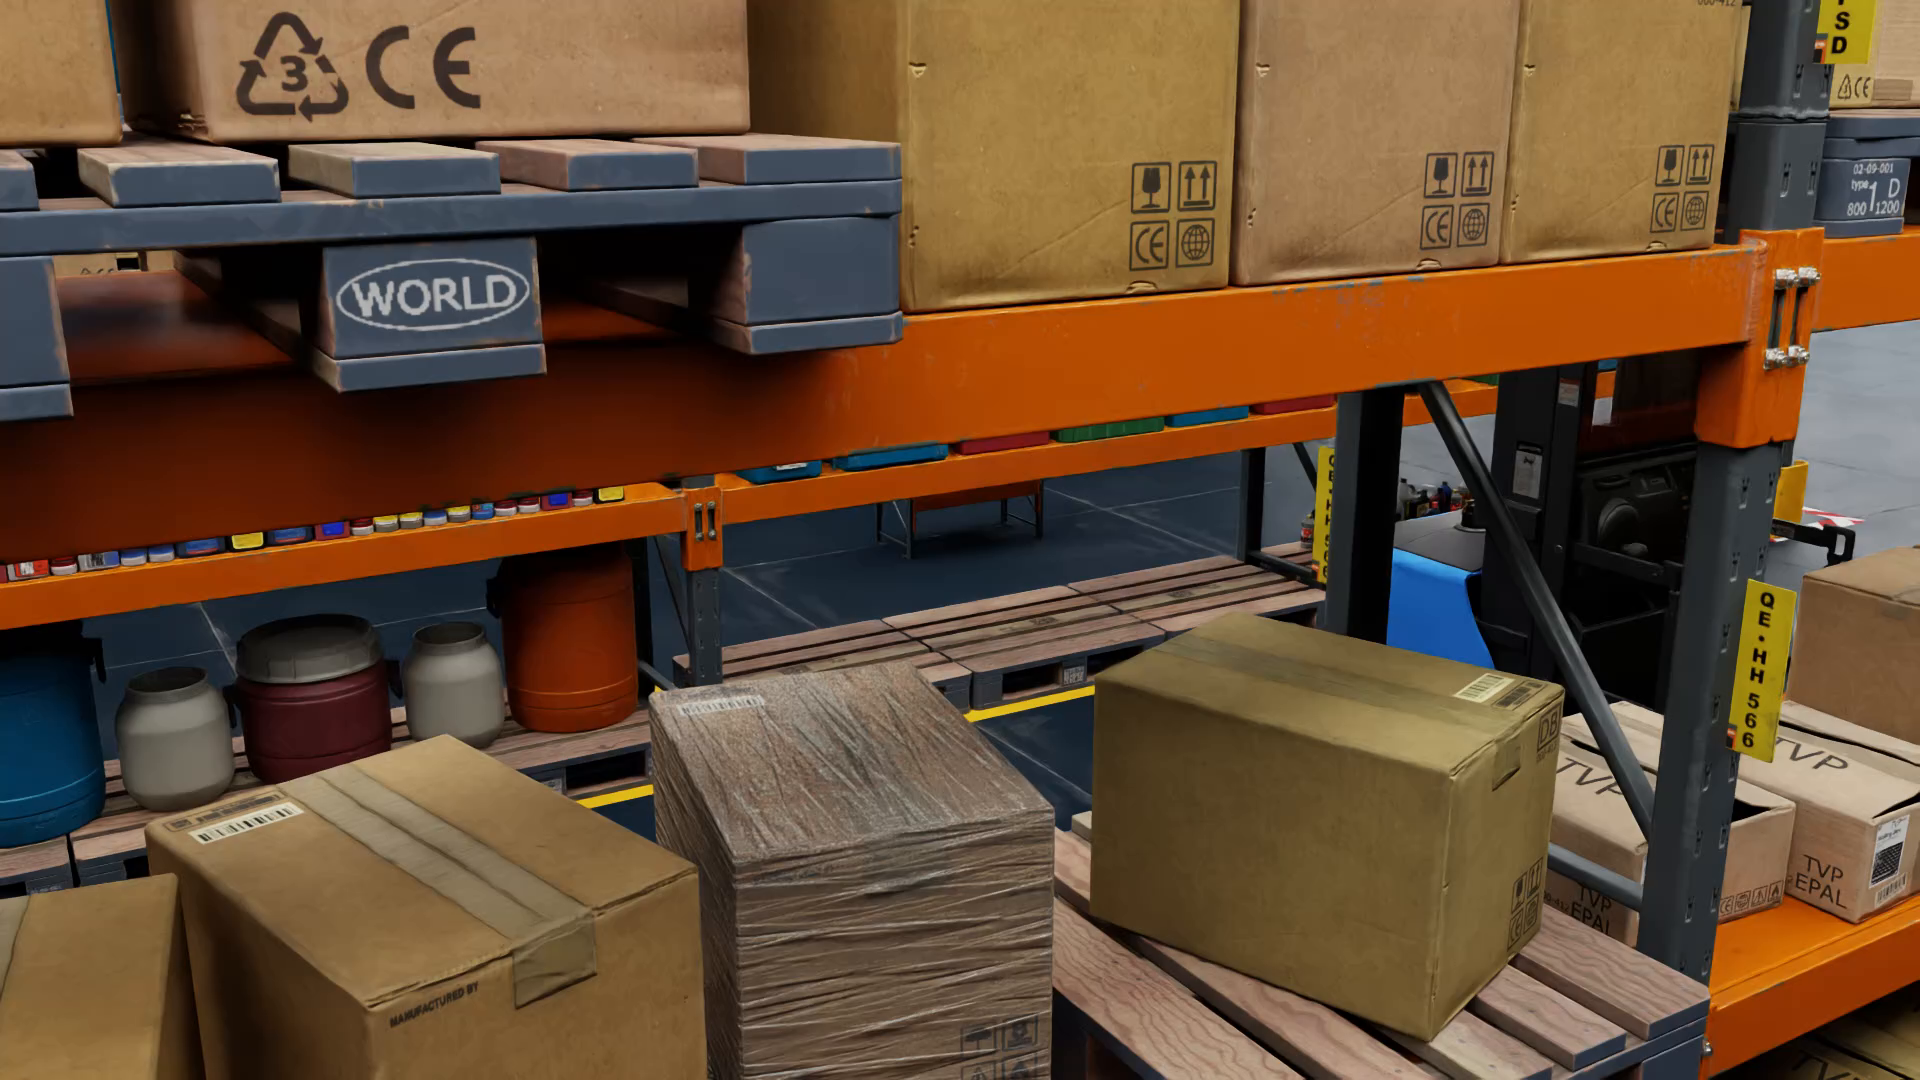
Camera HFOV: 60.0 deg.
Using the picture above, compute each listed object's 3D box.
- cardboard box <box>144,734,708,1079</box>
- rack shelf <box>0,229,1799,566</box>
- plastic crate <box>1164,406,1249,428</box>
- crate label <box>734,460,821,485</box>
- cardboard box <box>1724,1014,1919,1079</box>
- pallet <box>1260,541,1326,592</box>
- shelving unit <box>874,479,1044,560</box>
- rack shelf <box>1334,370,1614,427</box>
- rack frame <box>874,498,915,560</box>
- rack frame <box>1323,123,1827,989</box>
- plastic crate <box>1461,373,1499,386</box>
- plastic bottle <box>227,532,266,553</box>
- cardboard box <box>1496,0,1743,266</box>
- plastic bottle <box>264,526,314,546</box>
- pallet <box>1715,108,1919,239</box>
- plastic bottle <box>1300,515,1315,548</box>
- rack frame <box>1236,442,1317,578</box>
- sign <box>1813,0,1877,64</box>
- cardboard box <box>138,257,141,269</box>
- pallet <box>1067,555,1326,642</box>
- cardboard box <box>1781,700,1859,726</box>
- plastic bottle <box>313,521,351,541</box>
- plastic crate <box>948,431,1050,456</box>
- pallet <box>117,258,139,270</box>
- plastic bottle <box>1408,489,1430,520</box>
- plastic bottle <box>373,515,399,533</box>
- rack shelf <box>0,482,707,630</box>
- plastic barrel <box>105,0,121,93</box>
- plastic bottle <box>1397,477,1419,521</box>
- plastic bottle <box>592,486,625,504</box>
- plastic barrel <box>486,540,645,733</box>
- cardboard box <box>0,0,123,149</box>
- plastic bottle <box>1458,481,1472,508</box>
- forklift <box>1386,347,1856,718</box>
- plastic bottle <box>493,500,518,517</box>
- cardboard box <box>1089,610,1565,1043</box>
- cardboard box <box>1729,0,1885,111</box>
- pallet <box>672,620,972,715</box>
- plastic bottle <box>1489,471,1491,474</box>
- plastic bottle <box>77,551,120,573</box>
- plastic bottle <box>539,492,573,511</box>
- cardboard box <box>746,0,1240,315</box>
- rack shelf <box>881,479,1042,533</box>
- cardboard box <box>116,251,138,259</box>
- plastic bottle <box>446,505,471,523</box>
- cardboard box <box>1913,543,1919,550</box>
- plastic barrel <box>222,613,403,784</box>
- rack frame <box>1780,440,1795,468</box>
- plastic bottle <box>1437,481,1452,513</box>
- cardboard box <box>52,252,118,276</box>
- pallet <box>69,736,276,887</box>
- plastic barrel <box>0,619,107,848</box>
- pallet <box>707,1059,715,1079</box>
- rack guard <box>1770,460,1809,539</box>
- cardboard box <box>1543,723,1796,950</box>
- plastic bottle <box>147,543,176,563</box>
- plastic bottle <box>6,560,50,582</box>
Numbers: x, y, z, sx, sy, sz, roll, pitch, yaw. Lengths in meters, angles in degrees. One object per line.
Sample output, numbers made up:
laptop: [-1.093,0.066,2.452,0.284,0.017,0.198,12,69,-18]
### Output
cardboard box: [-0.789,0.678,2.470,0.700,0.500,0.500,15,21,42]
rack shelf: [-0.558,-0.187,2.297,4.000,0.370,1.077,-9,18,-30]
plastic crate: [1.252,-0.837,8.868,0.575,0.384,0.392,-9,18,-30]
crate label: [-0.837,-0.405,7.609,0.416,0.233,0.303,-9,18,-30]
cardboard box: [2.203,1.404,4.120,0.500,0.311,0.500,-10,18,-31]
pallet: [2.635,0.189,10.345,1.213,0.211,1.003,-9,18,-30]
shelving unit: [-0.006,-0.541,11.255,1.048,1.125,0.538,-9,18,-30]
rack shelf: [3.752,-1.002,10.759,4.000,0.370,1.077,-9,18,-30]
rack frame: [-0.442,-0.470,11.003,0.032,1.125,0.500,-9,18,-30]
rack frame: [1.157,0.632,3.596,0.127,3.000,1.000,-9,18,-30]
plastic crate: [3.347,-1.091,10.139,0.662,0.188,0.450,-9,18,-30]
plastic bottle: [-2.771,-0.100,6.425,0.133,0.283,0.061,-9,18,-30]
cardboard box: [0.800,-0.792,2.934,0.500,0.500,0.910,-9,18,-30]
plastic bottle: [-2.656,-0.164,6.529,0.185,0.351,0.144,-9,18,-30]
pallet: [1.693,-0.836,3.627,1.003,0.211,1.213,-8,18,-27]
plastic bottle: [2.188,-0.057,10.425,0.097,0.201,0.097,0,16,0]
rack frame: [2.038,-1.070,9.670,0.127,3.000,1.000,-9,18,-30]
sign: [1.435,-0.935,2.673,0.005,0.325,0.100,-9,18,-30]
cardboard box: [-9.680,-3.055,19.910,0.875,0.875,0.875,-9,18,-30]
pallet: [1.385,0.391,9.625,1.213,0.211,1.003,-9,18,-30]
cardboard box: [2.221,0.563,4.309,0.250,0.149,0.380,-8,17,-26]
plastic bottle: [-2.498,-0.144,6.583,0.133,0.283,0.061,-9,18,-30]
plastic crate: [0.152,-0.699,8.227,0.583,0.464,0.402,-9,18,-30]
pallet: [-8.085,-2.445,14.929,1.213,0.211,1.003,-9,18,-30]
plastic bottle: [2.958,-0.182,10.718,0.133,0.283,0.061,-9,18,-30]
plastic bottle: [-2.325,-0.138,6.714,0.097,0.201,0.097,0,16,0]
rack shelf: [-3.105,0.110,6.792,4.000,0.370,1.077,-9,18,-30]
plastic barrel: [-3.435,-2.119,6.146,0.708,0.901,0.600,-9,18,-30]
plastic bottle: [2.883,-0.234,10.781,0.185,0.351,0.144,-9,18,-30]
plastic bottle: [-1.518,-0.303,7.150,0.133,0.283,0.061,-9,18,-30]
plastic barrel: [-1.802,0.401,7.666,0.708,0.830,0.600,-9,18,-30]
cardboard box: [-1.241,-0.705,1.663,0.600,0.600,0.600,-9,18,-30]
plastic bottle: [3.372,-0.283,11.101,0.097,0.271,0.097,0,16,0]
forklift: [2.902,-0.142,6.485,1.130,2.935,3.031,-9,18,-30]
plastic bottle: [-1.908,-0.206,6.956,0.097,0.201,0.097,0,16,0]
cardboard box: [0.675,0.496,3.121,0.700,0.500,0.500,13,20,38]
cardboard box: [1.517,-1.018,3.426,0.500,0.250,0.500,-11,19,-34]
pallet: [-0.707,0.730,8.415,1.213,0.211,1.003,-9,18,-30]
plastic bottle: [3.548,-0.323,11.222,0.133,0.283,0.061,-9,18,-29]
plastic bottle: [-3.234,-0.035,6.209,0.135,0.276,0.152,-9,18,-30]
plastic bottle: [-1.716,-0.271,7.035,0.133,0.283,0.061,-9,18,-30]
cardboard box: [-0.083,-0.648,2.423,0.500,0.500,0.910,-9,18,-30]
rack shelf: [-0.006,-0.305,11.321,1.000,0.278,0.538,-9,18,-30]
cardboard box: [-7.475,-2.586,14.767,0.250,0.149,0.380,-10,19,-32]
plastic bottle: [-2.074,-0.179,6.859,0.097,0.201,0.097,0,16,0]
cardboard box: [3.038,0.274,4.689,0.500,0.500,0.500,-9,18,-30]
plastic barrel: [-2.770,0.674,7.139,0.708,0.588,0.600,-9,18,-30]
rack frame: [5.467,-1.626,11.654,0.127,3.000,1.000,-9,18,-30]
plastic bottle: [3.199,-0.255,11.001,0.097,0.271,0.097,0,16,0]
cardboard box: [-5.708,-1.909,10.618,0.637,0.503,0.797,-9,18,-28]
pallet: [-3.090,1.116,7.036,1.213,0.211,1.003,-9,18,-30]
plastic barrel: [-3.738,0.680,6.536,0.708,0.901,0.600,-9,18,-30]
pallet: [-0.508,0.996,2.654,1.213,0.211,1.003,-9,18,-30]
rack guard: [5.426,-0.401,11.914,0.348,0.500,1.175,-9,18,-30]
cardboard box: [1.491,0.635,3.753,0.500,0.311,0.500,-8,18,-26]
plastic bottle: [-3.037,-0.057,6.293,0.097,0.271,0.097,0,16,0]
plastic bottle: [-3.433,-0.003,6.094,0.135,0.276,0.152,-9,18,-30]
